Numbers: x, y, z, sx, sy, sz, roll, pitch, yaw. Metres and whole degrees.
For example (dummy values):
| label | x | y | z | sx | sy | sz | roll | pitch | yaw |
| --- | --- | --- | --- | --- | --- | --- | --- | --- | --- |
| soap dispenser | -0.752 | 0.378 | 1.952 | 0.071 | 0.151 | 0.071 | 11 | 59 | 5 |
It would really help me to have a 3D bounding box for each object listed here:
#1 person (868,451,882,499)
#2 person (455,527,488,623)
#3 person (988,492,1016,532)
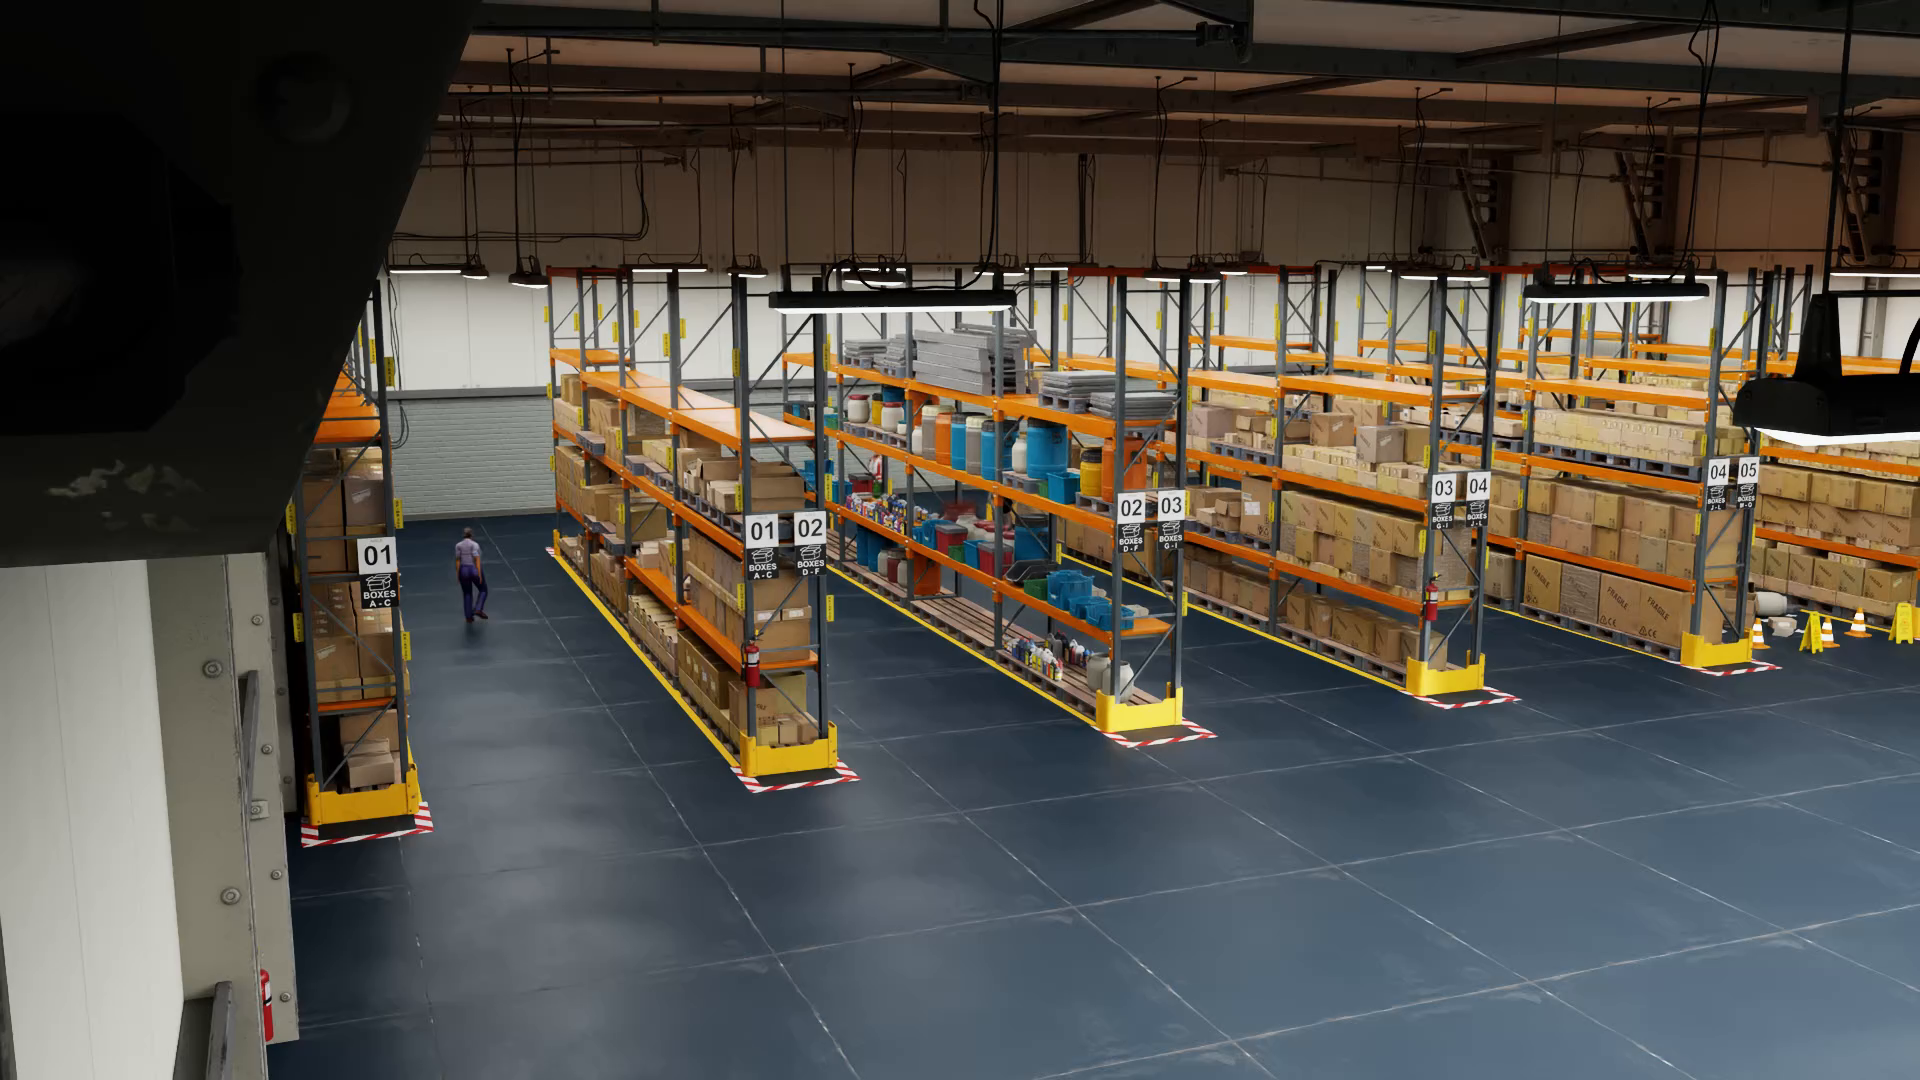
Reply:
| label | x | y | z | sx | sy | sz | roll | pitch | yaw |
| --- | --- | --- | --- | --- | --- | --- | --- | --- | --- |
| person | -1.918 | -1.382 | 39.386 | 0.711 | 1.770 | 0.514 | -7 | 12 | -35 |
| person | -8.371 | 0.595 | 28.451 | 0.537 | 1.629 | 0.456 | 0 | 10 | -1 |
| person | 0.906 | -0.613 | 35.473 | 0.695 | 1.626 | 0.711 | -2 | 10 | -10 |
